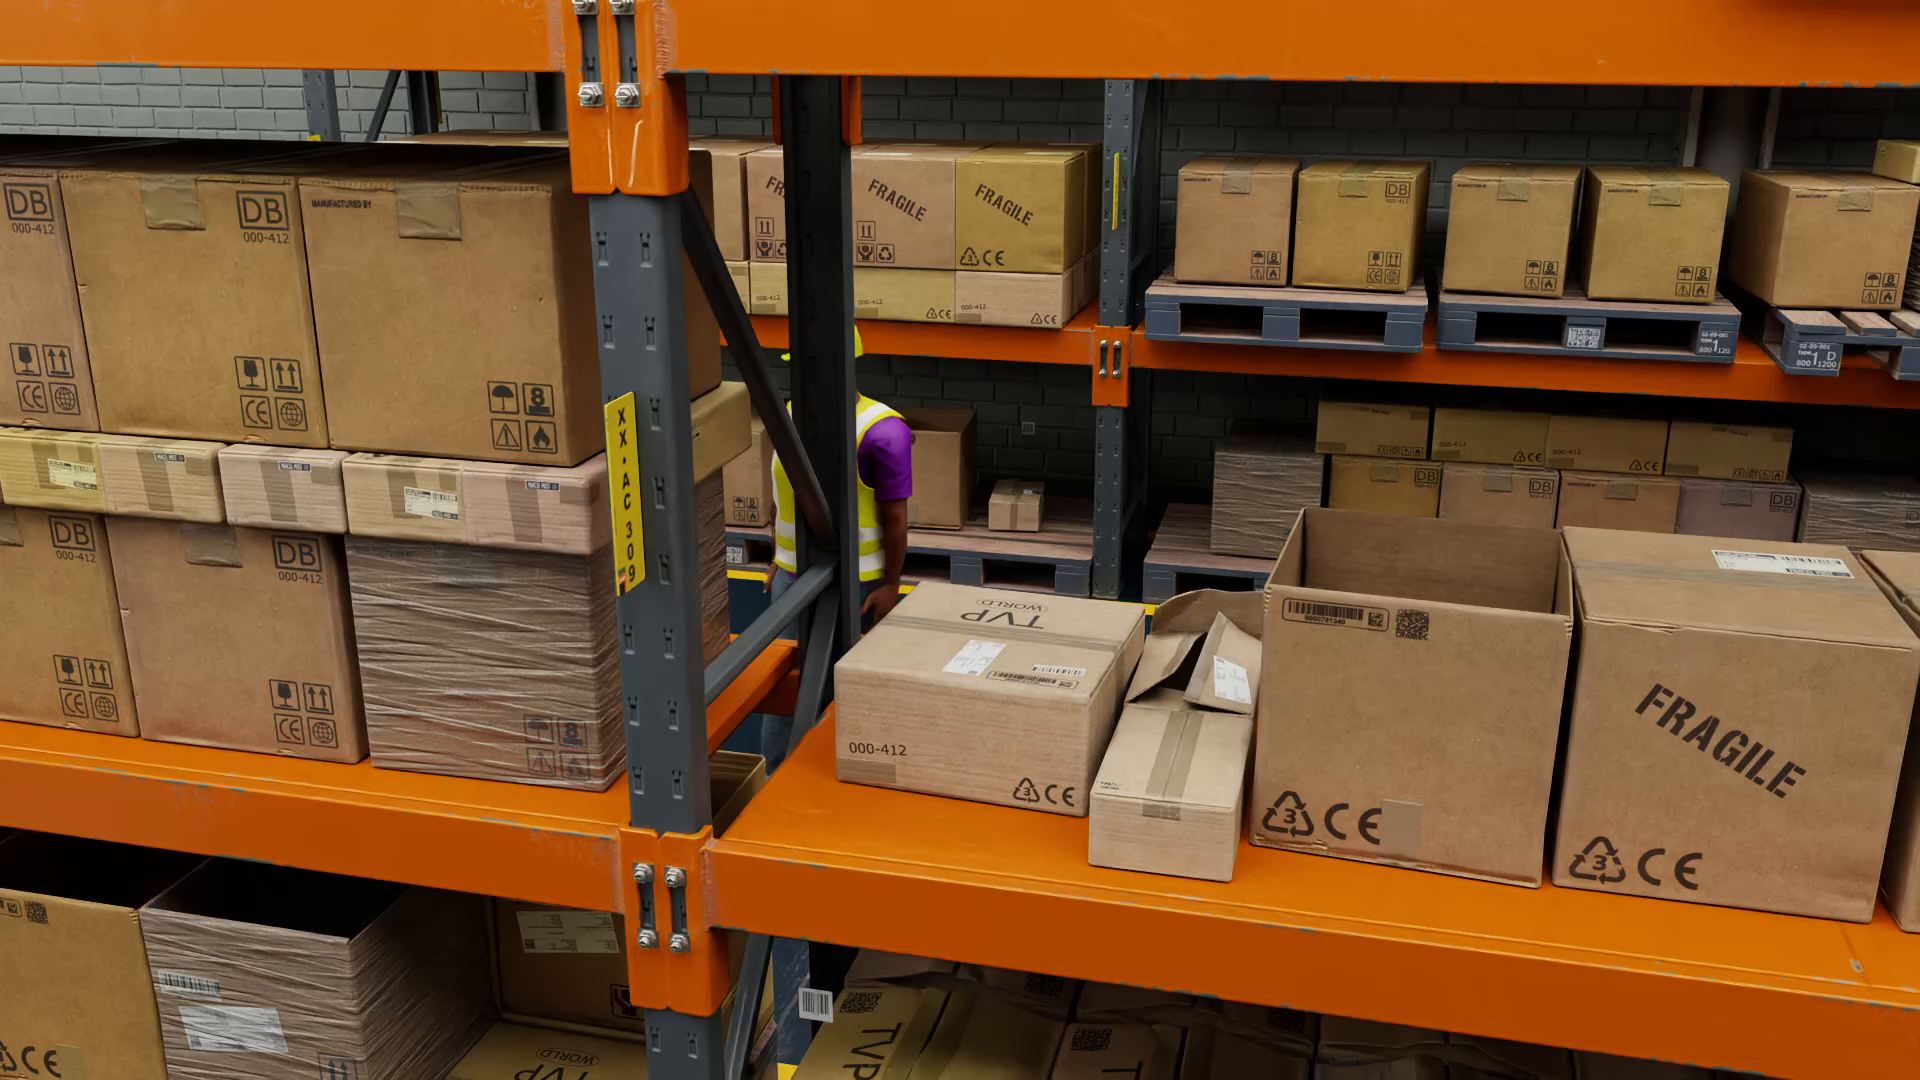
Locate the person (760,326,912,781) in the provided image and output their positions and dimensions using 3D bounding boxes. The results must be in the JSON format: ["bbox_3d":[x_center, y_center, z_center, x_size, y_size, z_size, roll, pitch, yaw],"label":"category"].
[{"bbox_3d":[-0.498,0.139,5.591,0.570,1.763,0.633,11,21,31],"label":"person"}]
